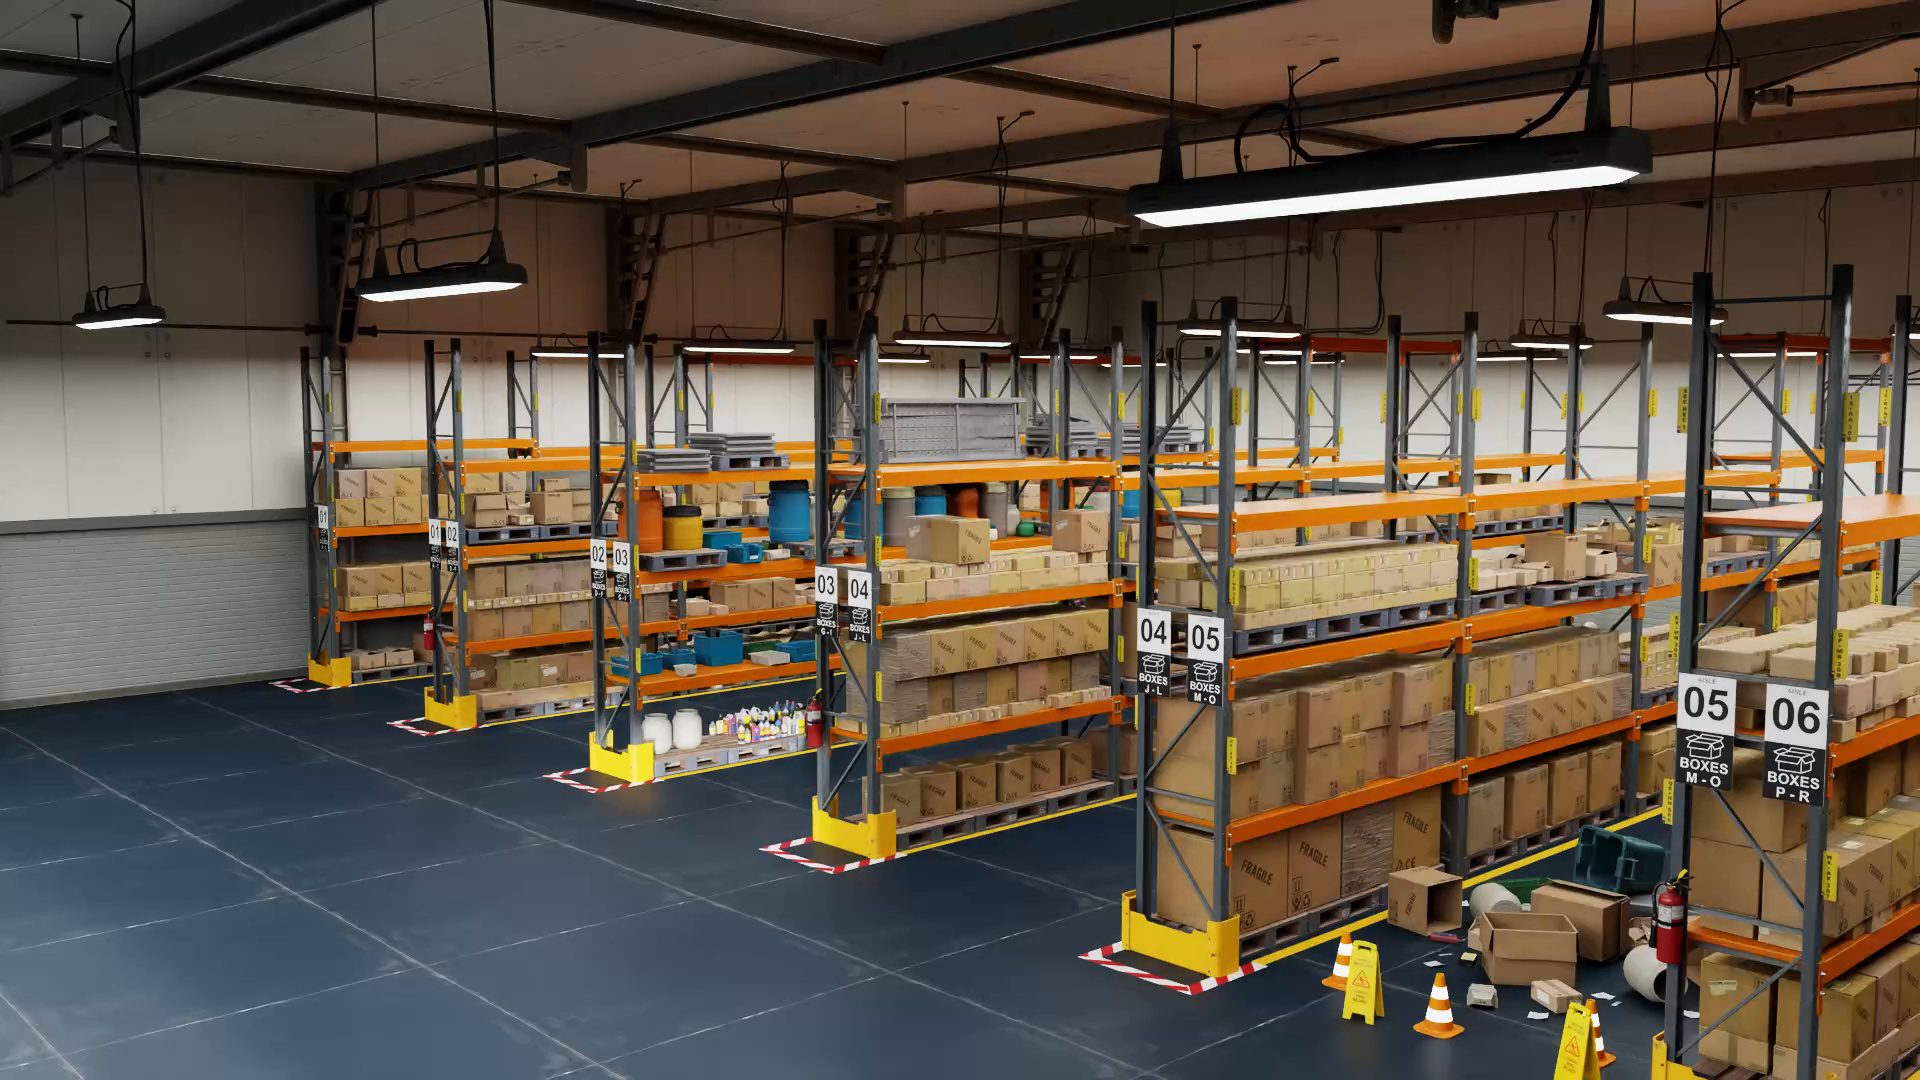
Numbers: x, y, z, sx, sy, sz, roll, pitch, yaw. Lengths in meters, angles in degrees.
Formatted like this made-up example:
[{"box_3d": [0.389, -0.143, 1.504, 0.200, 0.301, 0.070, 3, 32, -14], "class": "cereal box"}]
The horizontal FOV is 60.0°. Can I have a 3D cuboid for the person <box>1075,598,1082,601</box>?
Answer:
[{"box_3d": [2.553, 1.686, 31.257, 0.984, 1.567, 0.611, -3, 6, -30], "class": "person"}]

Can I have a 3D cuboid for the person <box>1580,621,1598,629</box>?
[{"box_3d": [9.527, 2.101, 24.903, 0.780, 1.790, 0.655, -3, 6, -33], "class": "person"}]
